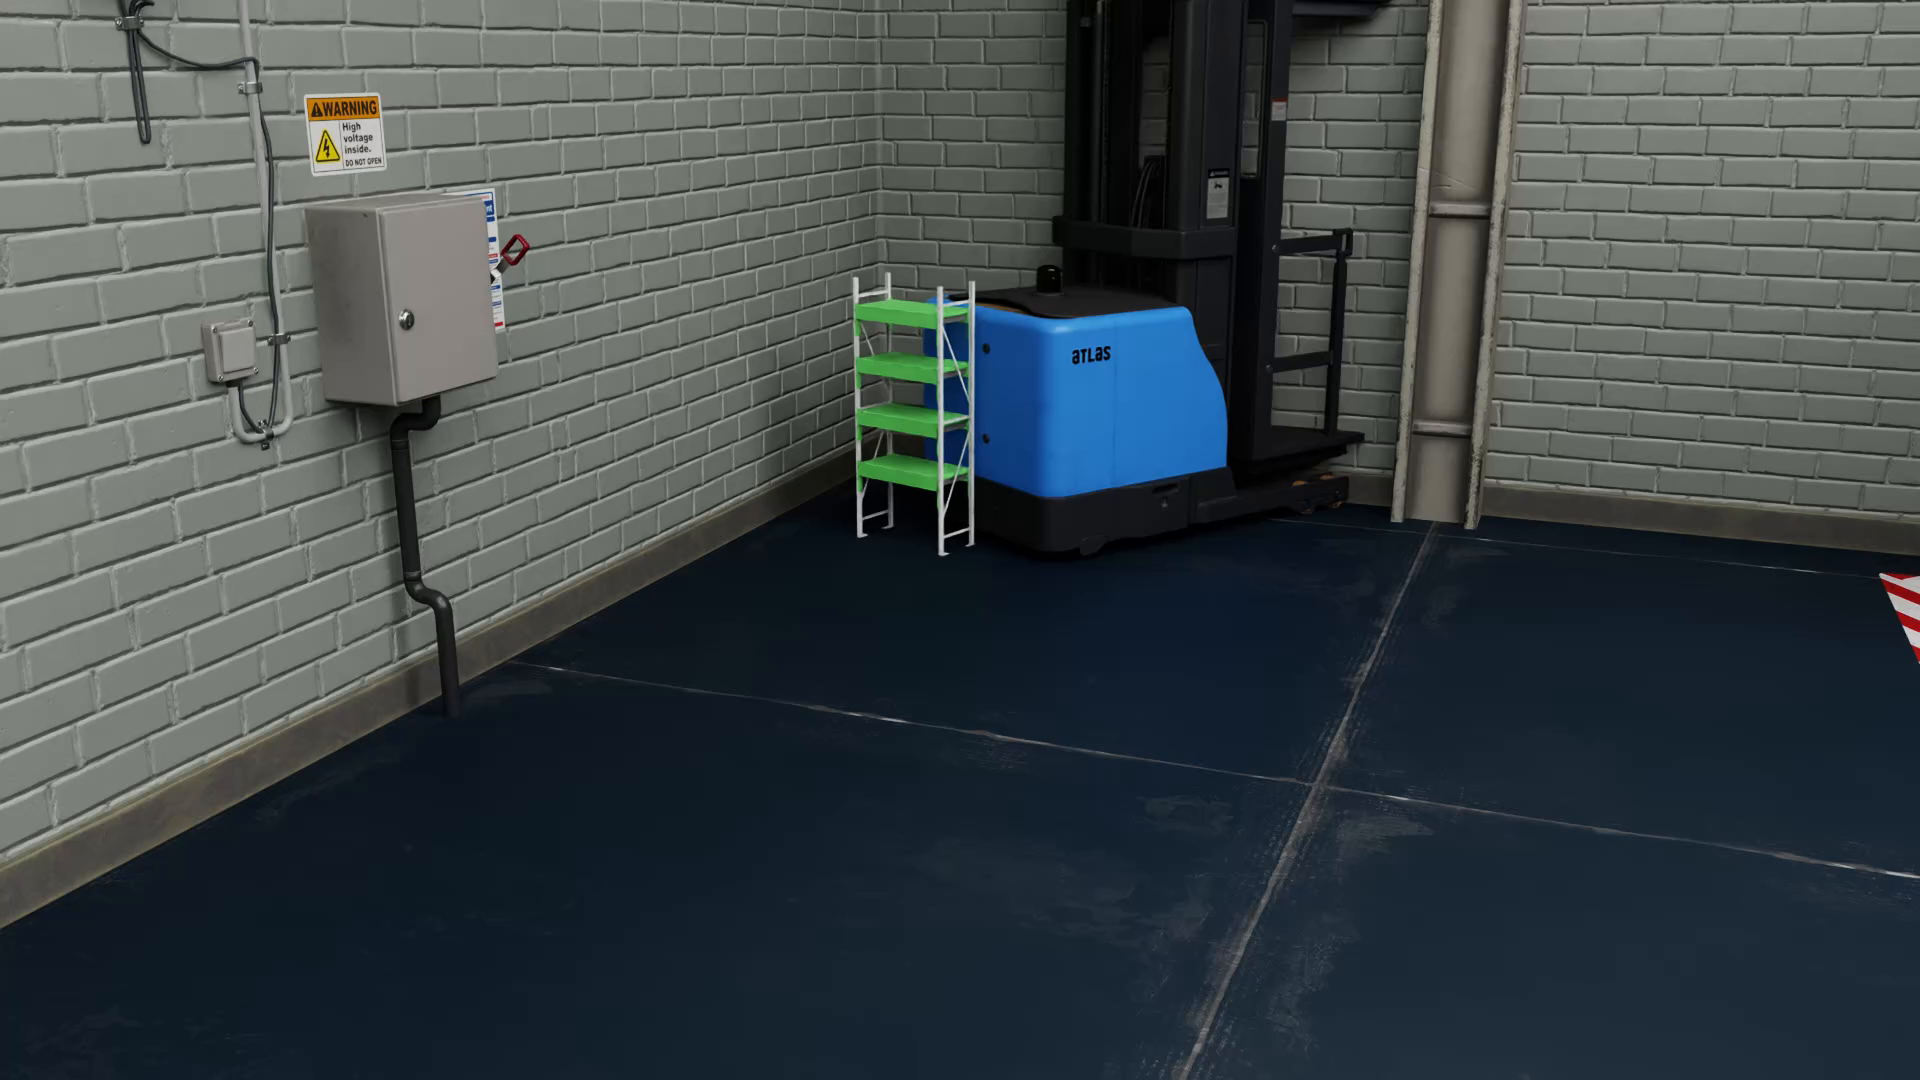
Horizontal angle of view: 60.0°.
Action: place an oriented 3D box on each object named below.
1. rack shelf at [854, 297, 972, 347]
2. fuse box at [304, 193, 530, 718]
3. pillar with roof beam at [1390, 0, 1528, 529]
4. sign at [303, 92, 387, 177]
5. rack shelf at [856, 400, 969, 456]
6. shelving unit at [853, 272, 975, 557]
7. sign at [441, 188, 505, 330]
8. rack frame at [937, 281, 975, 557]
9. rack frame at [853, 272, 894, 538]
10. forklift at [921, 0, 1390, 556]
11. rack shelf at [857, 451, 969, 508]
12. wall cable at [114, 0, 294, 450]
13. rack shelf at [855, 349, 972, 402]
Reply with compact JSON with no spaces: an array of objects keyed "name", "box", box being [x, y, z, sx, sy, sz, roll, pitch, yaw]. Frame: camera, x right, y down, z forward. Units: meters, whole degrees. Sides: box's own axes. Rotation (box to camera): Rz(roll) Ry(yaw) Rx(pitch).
[{"name":"rack shelf","box":[-0.206,-0.971,7.372,0.480,0.148,0.258,13,20,37]},{"name":"fuse box","box":[-1.683,-0.234,5.412,0.414,1.711,0.539,6,17,21]},{"name":"pillar with roof beam","box":[0.725,-3.314,2.950,0.400,9.000,9.100,6,17,21]},{"name":"sign","box":[-1.896,-1.257,5.141,0.001,0.242,0.339,6,17,21]},{"name":"rack shelf","box":[-0.206,-0.510,7.506,0.480,0.148,0.258,13,20,37]},{"name":"shelving unit","box":[-0.206,-0.571,7.488,0.503,1.200,0.258,13,20,37]},{"name":"sign","box":[-1.695,-0.957,5.760,0.001,0.494,0.329,6,17,21]},{"name":"rack frame","box":[-0.016,-0.528,7.341,0.015,1.200,0.240,13,20,37]},{"name":"rack frame","box":[-0.396,-0.614,7.635,0.015,1.200,0.240,13,20,37]},{"name":"forklift","box":[1.307,-1.639,8.061,3.031,2.935,1.130,-11,20,-34]},{"name":"rack shelf","box":[-0.206,-0.279,7.573,0.480,0.148,0.258,13,20,37]},{"name":"wall cable","box":[-2.080,-1.180,4.536,0.122,1.984,0.588,6,17,21]},{"name":"rack shelf","box":[-0.206,-0.740,7.439,0.480,0.148,0.258,13,20,37]}]
